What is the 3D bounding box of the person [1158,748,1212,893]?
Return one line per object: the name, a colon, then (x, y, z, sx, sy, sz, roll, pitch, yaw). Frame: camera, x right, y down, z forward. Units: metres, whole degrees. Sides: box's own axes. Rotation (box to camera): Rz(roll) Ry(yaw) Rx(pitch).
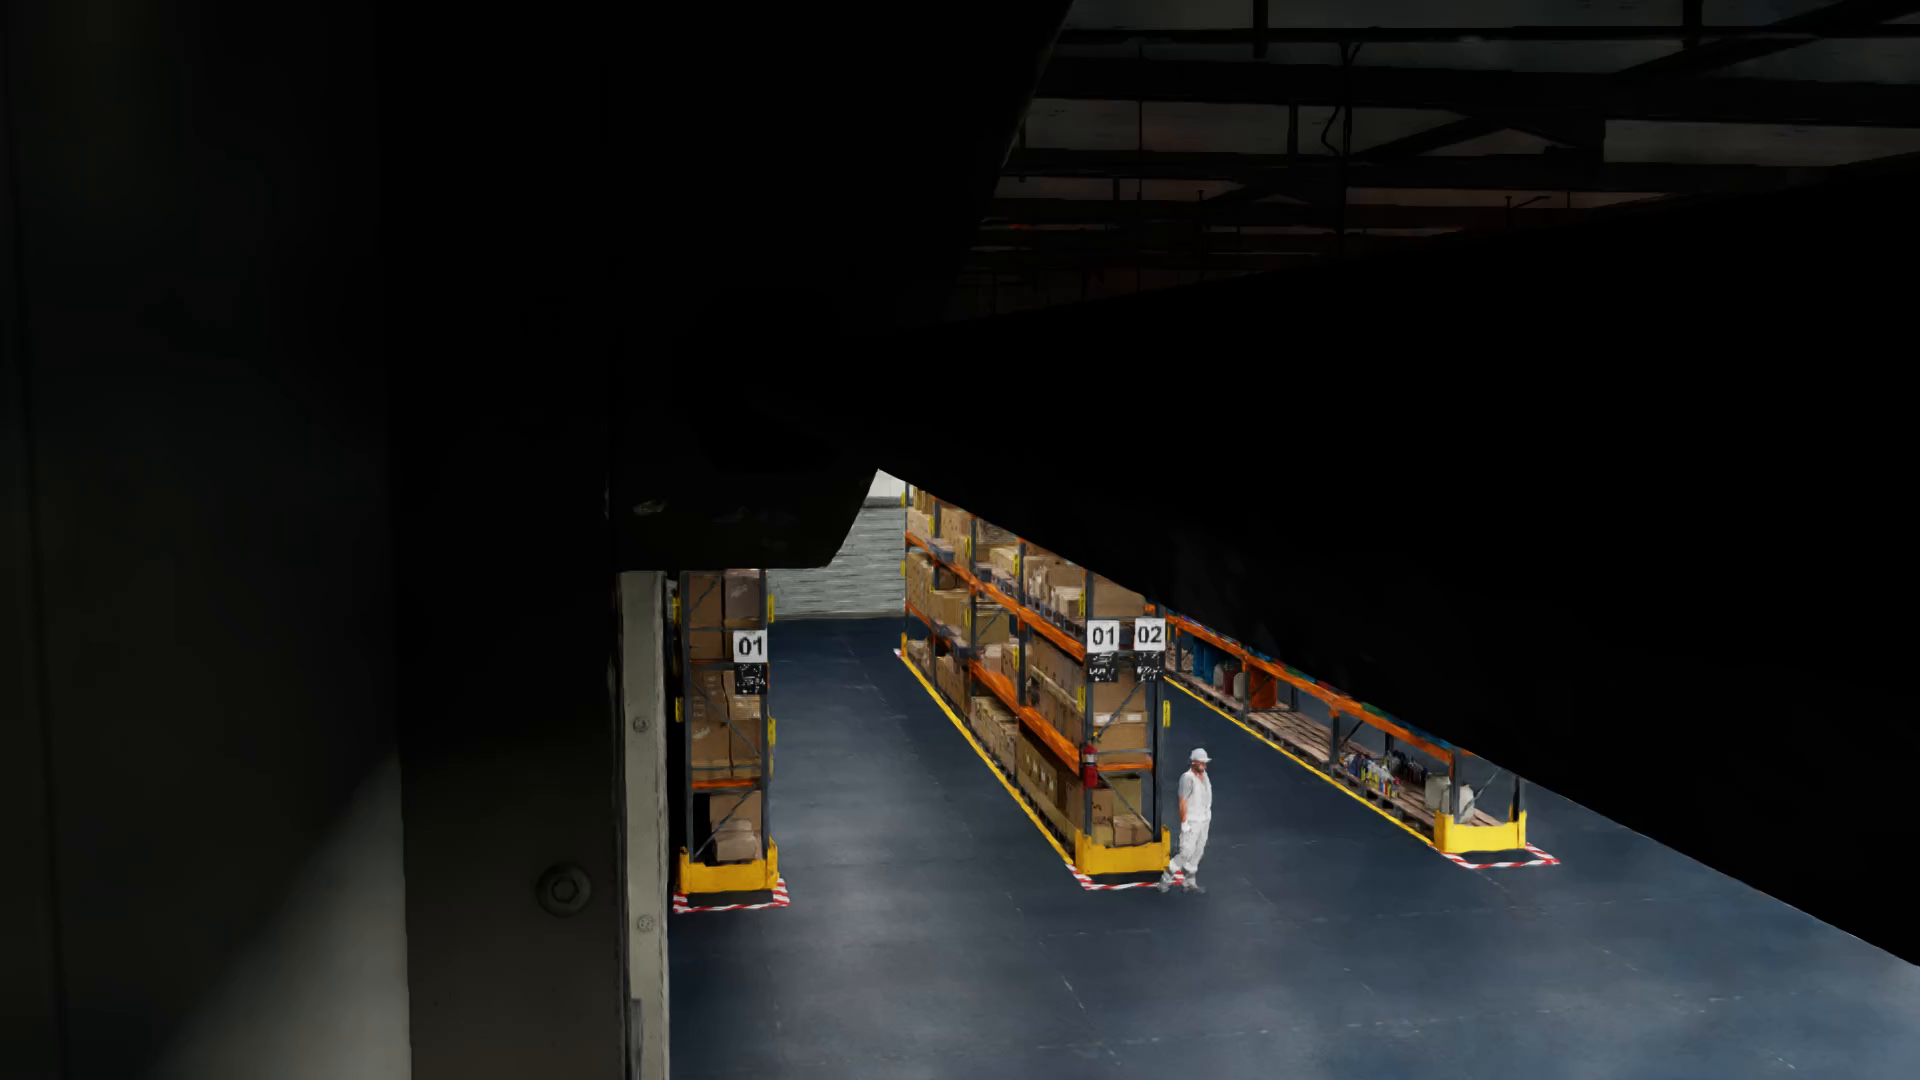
person: (2.723, 3.374, 19.960, 0.531, 1.777, 0.717, 5, 8, 41)
